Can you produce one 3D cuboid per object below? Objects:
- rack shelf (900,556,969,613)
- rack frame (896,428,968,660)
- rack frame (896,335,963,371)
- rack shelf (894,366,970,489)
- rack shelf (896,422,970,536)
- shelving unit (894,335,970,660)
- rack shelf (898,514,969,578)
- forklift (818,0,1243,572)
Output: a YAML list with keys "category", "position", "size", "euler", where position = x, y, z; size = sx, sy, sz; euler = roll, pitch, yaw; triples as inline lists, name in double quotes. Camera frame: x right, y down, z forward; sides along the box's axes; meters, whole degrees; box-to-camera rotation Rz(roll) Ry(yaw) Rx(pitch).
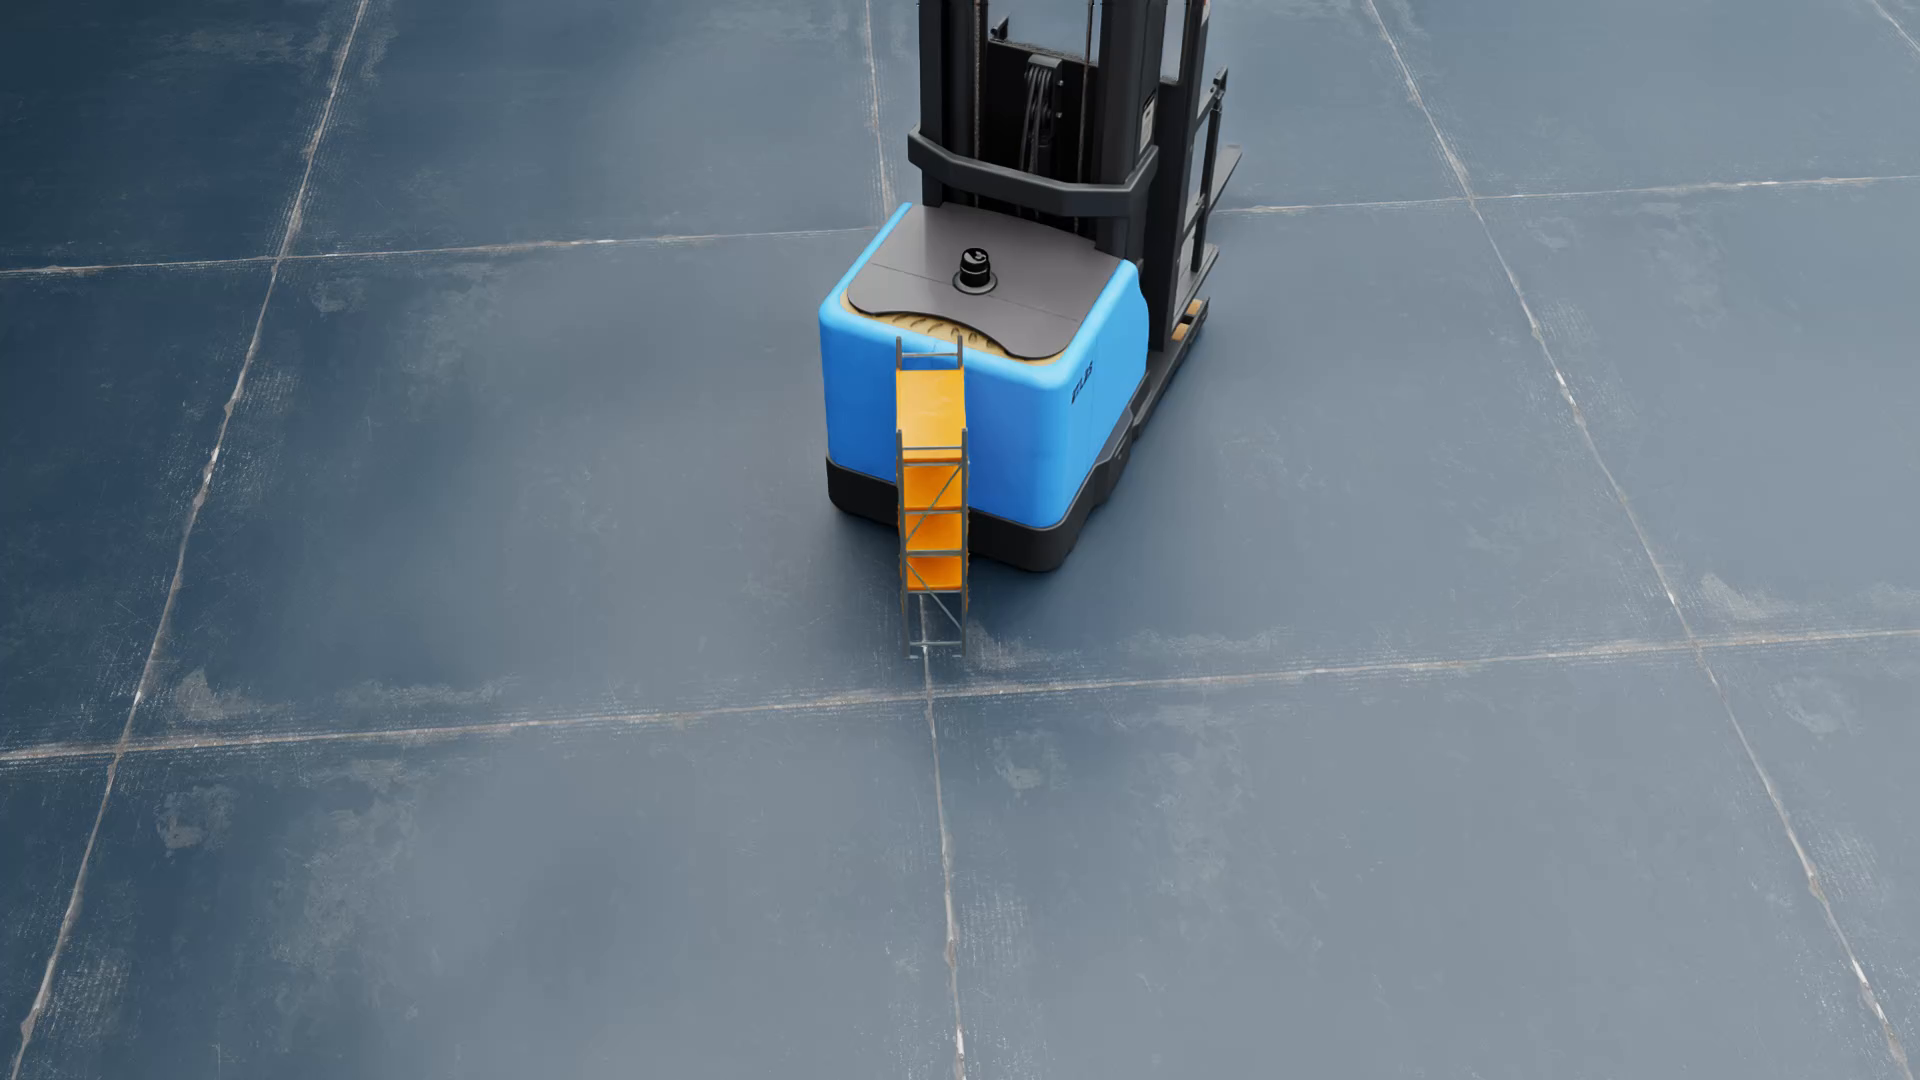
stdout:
- category: "rack shelf"
  position: [-0.102, 0.049, 6.380]
  size: [0.258, 0.148, 0.480]
  euler: [-1, 47, -1]
- category: "rack frame"
  position: [-0.095, 0.043, 6.019]
  size: [0.240, 1.200, 0.015]
  euler: [-1, 47, -1]
- category: "rack frame"
  position: [-0.109, -0.311, 6.354]
  size: [0.240, 1.200, 0.015]
  euler: [-1, 47, -1]
- category: "rack shelf"
  position: [-0.102, -0.404, 5.901]
  size: [0.258, 0.148, 0.480]
  euler: [-1, 47, -1]
- category: "rack shelf"
  position: [-0.102, -0.241, 6.073]
  size: [0.258, 0.148, 0.480]
  euler: [-1, 47, -1]
- category: "shelving unit"
  position: [-0.102, -0.134, 6.187]
  size: [0.258, 1.200, 0.503]
  euler: [-1, 47, -1]
- category: "rack shelf"
  position: [-0.102, -0.087, 6.236]
  size: [0.258, 0.148, 0.480]
  euler: [-1, 47, -1]
- category: "forklift"
  position: [0.514, -1.965, 6.729]
  size: [1.130, 2.935, 3.031]
  euler: [18, 49, 16]
